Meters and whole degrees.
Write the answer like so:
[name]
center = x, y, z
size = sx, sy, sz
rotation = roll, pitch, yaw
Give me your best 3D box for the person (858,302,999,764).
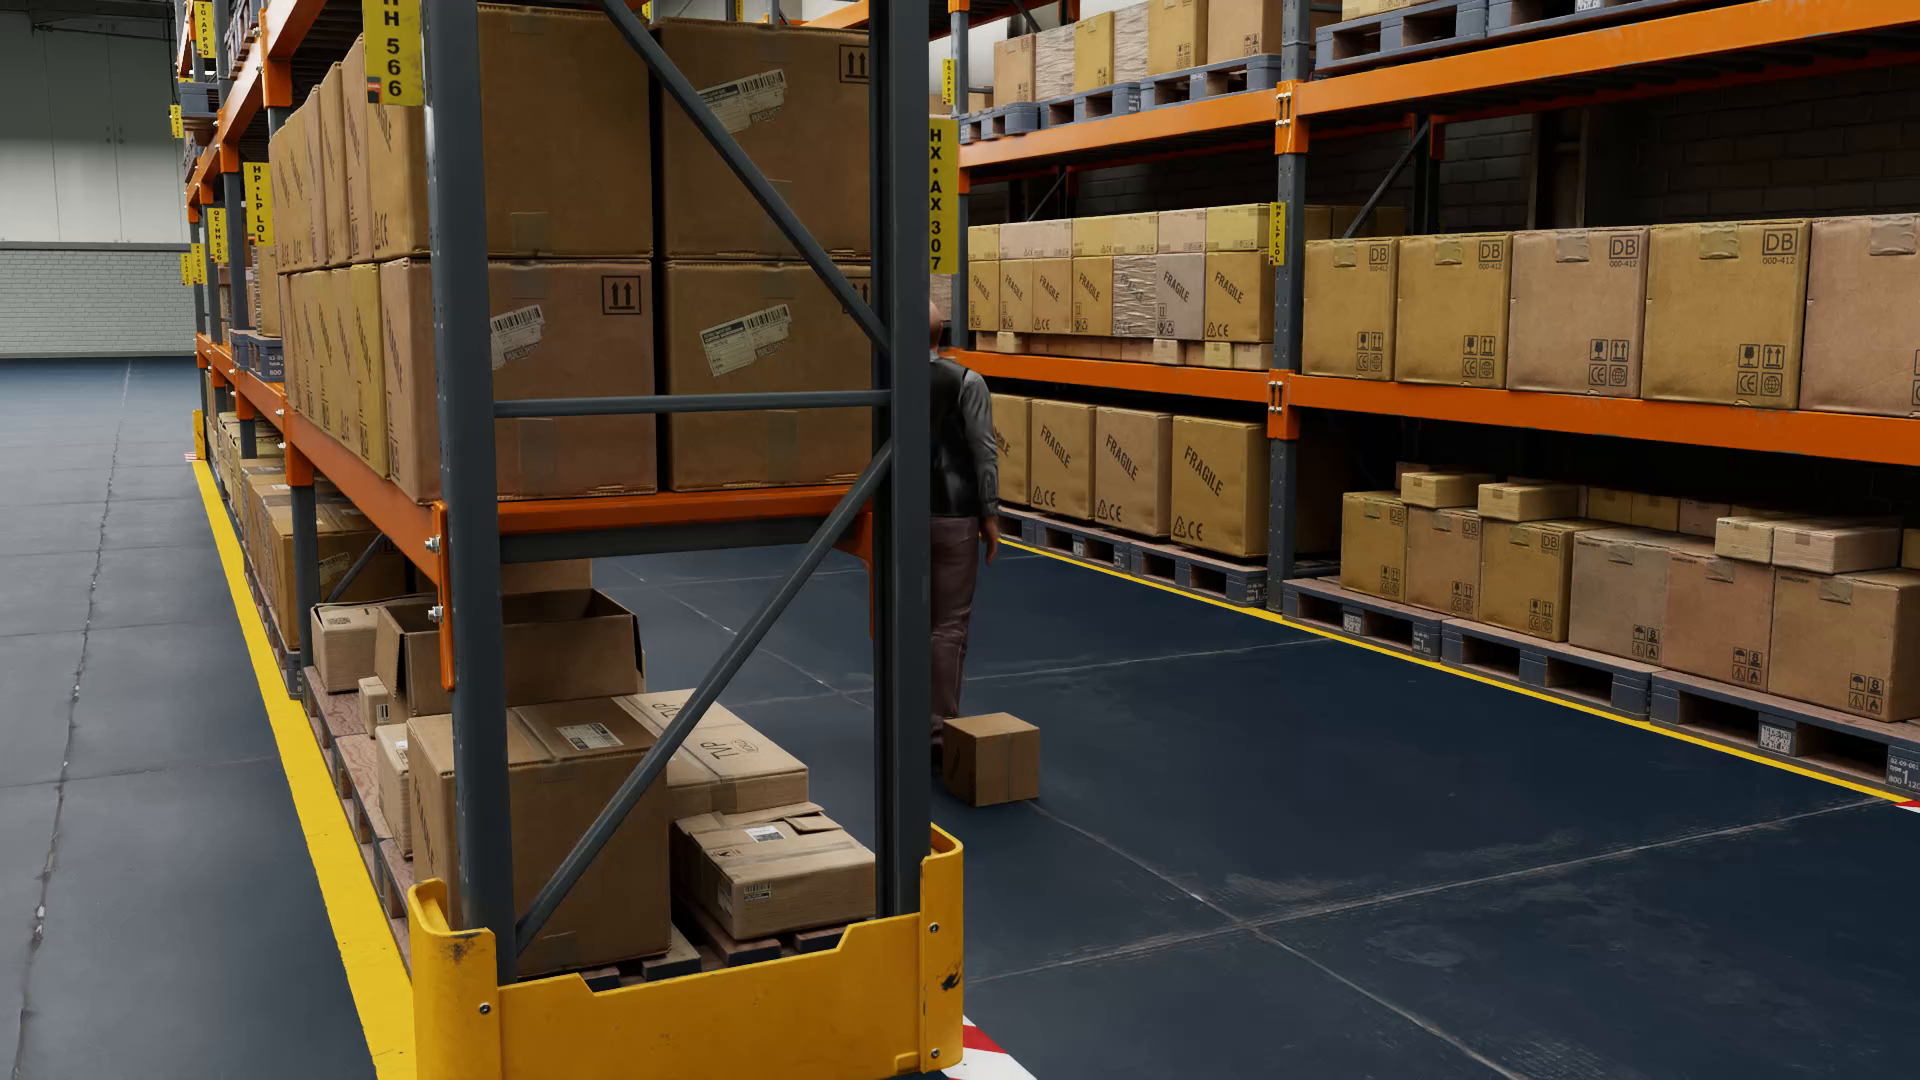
[person]
center = -0.139, -0.040, 6.211
size = 0.563, 1.711, 0.563
rotation = 2, 9, 11
